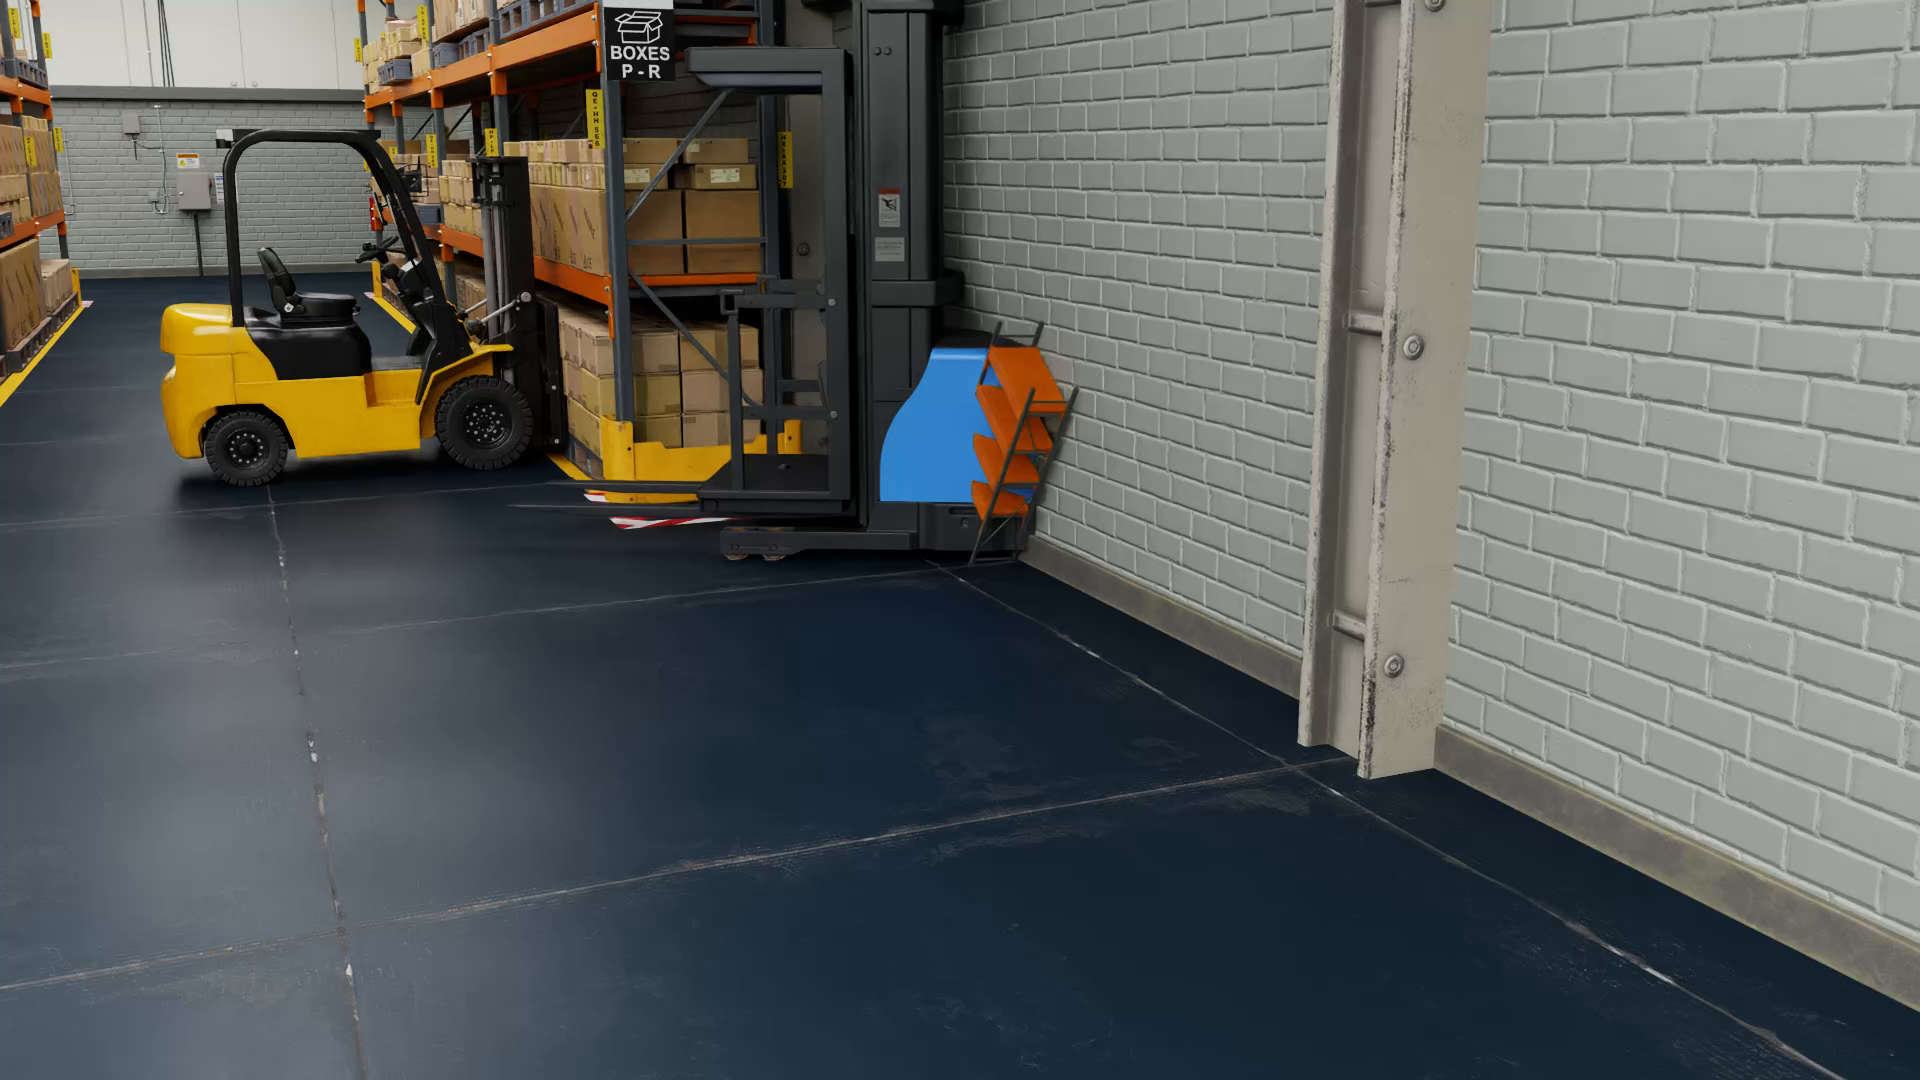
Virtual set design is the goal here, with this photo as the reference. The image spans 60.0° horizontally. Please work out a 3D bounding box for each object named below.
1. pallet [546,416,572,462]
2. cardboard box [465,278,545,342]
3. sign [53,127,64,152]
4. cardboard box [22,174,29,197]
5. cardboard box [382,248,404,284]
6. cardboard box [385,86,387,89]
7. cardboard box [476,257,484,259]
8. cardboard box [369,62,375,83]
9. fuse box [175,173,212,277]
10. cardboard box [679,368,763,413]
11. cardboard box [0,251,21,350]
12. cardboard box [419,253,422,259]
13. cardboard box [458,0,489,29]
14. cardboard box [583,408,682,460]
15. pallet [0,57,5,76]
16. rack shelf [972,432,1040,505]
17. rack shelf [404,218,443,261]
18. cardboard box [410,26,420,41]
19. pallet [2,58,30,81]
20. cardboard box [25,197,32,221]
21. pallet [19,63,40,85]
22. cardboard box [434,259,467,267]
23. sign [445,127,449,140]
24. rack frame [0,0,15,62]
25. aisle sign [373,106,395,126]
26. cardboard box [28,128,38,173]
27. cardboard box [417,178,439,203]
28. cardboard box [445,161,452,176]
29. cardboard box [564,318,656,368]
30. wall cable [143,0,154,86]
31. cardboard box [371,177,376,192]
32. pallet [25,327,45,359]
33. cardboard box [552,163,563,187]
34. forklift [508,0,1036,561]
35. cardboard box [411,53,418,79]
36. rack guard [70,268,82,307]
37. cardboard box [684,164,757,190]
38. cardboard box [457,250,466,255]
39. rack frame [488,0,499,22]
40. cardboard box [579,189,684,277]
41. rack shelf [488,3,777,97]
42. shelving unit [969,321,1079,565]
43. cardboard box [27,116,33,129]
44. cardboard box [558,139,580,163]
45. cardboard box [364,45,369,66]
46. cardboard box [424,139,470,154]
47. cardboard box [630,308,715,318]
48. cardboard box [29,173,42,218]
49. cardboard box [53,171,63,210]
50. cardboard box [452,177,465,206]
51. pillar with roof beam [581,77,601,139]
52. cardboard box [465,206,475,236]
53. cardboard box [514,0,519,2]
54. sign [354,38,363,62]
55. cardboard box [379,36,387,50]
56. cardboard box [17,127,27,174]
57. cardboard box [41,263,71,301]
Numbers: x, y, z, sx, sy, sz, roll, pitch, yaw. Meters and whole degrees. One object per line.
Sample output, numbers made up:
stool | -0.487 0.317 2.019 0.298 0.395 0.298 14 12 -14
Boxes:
pallet | -2.382 -0.790 11.816 1.003 0.211 1.213 -6 14 -23
cardboard box | -4.251 -2.179 15.967 0.875 0.625 0.625 -5 14 -21
sign | -12.005 -5.325 22.132 0.100 0.325 0.005 -6 14 -23
cardboard box | -10.506 -3.874 18.181 0.500 0.250 0.500 -6 14 -23
cardboard box | -7.803 -3.902 23.682 0.797 0.503 0.637 -6 14 -25
cardboard box | -7.063 -5.767 21.039 0.380 0.149 0.250 -6 14 -23
cardboard box | -5.317 -3.156 19.029 0.380 0.149 0.250 -6 14 -25
cardboard box | -7.618 -6.255 22.265 0.500 0.250 0.500 -6 14 -25
fuse box | -12.805 -5.294 27.949 0.539 1.711 0.414 -6 14 -23
cardboard box | -1.550 -0.967 10.455 0.500 0.250 0.500 -5 14 -22
cardboard box | -9.504 -2.266 15.790 0.875 0.875 0.875 -6 14 -23
cardboard box | -6.278 -3.376 19.980 0.380 0.149 0.250 -6 14 -25
cardboard box | -3.975 -4.527 14.168 0.500 0.311 0.500 -6 14 -25
cardboard box | -2.030 -0.676 10.307 0.500 0.250 0.500 -6 14 -23
pallet | -10.493 -4.956 17.404 0.805 0.209 1.217 -6 14 -25
rack shelf | 0.202 -0.394 8.213 0.258 0.148 0.480 -2 46 -22
rack shelf | -5.558 -3.458 18.756 1.077 0.370 4.000 -6 14 -23
cardboard box | -5.686 -5.435 17.839 0.380 0.149 0.250 -6 14 -23
pallet | -11.224 -5.361 18.926 1.003 0.211 1.213 -6 14 -23
cardboard box | -10.495 -3.630 18.234 0.500 0.250 0.500 -6 14 -24
pallet | -11.709 -5.613 20.013 1.003 0.211 1.213 -6 14 -23
cardboard box | -5.692 -3.054 18.587 0.380 0.149 0.250 -6 14 -26
sign | -7.445 -5.813 24.063 0.100 0.325 0.005 -6 14 -23
rack frame | -10.906 -6.696 17.843 1.000 3.000 0.127 -6 14 -23
aisle sign | -8.258 -6.303 23.684 0.394 0.787 0.004 -6 14 -23
cardboard box | -11.071 -4.534 19.368 0.500 0.500 0.500 -6 14 -24
cardboard box | -5.476 -3.716 17.674 0.500 0.250 0.500 -6 14 -26
cardboard box | -4.791 -3.613 16.167 0.380 0.149 0.250 -5 14 -22
cardboard box | -2.233 -1.267 10.641 0.500 0.250 0.500 -5 14 -22
wall cable | -14.355 -8.739 26.672 2.355 3.000 0.029 -6 14 -23
cardboard box | -8.027 -5.002 23.504 0.500 0.250 0.500 -6 14 -23
pallet | -10.035 -2.009 17.084 1.003 0.211 1.213 -6 14 -23
cardboard box | -2.484 -2.417 10.999 0.380 0.149 0.250 -6 14 -23
forklift | -0.820 -1.440 8.590 3.031 2.935 1.130 1 13 4
cardboard box | -5.588 -5.075 17.826 0.500 0.250 0.500 -6 14 -23
rack guard | -12.518 -3.387 22.393 1.175 0.500 0.348 -6 14 -23
cardboard box | -1.451 -2.201 10.067 0.380 0.149 0.250 -6 14 -24
cardboard box | -5.948 -3.475 20.405 0.380 0.149 0.250 -6 14 -25
rack frame | -3.155 -5.492 12.642 1.000 3.000 0.127 -6 14 -23
cardboard box | -1.990 -1.870 10.073 0.500 0.500 0.500 -6 14 -24
rack shelf | -2.353 -3.267 11.276 1.077 0.370 4.000 -6 14 -23
shelving unit | 0.219 -0.442 8.168 0.258 1.200 0.503 -2 46 -22
cardboard box | -11.176 -4.928 19.634 0.380 0.149 0.250 -6 14 -25
cardboard box | -2.383 -2.509 10.739 0.380 0.149 0.250 -5 14 -22
cardboard box | -7.827 -6.604 22.664 0.500 0.250 0.500 -6 14 -23
cardboard box | -6.712 -4.991 21.792 0.500 0.500 0.500 -6 14 -25
cardboard box | -1.965 -1.419 11.296 0.500 0.250 0.500 -6 14 -23
cardboard box | -10.854 -3.942 19.029 0.500 0.500 0.500 -5 14 -21
cardboard box | -12.072 -4.572 21.751 0.500 0.500 0.500 -6 14 -23
cardboard box | -4.410 -3.239 15.437 0.500 0.250 0.500 -6 14 -24
pillar with roof beam | -7.353 -5.742 13.721 9.100 9.000 0.400 -6 14 -23
cardboard box | -4.187 -2.891 15.043 0.500 0.250 0.500 -5 14 -21
cardboard box | -2.945 -3.883 11.745 0.380 0.149 0.250 -5 14 -21
sign | -8.459 -6.887 23.382 0.100 0.325 0.005 -6 14 -23
cardboard box | -6.641 -5.858 19.620 0.380 0.149 0.250 -5 14 -21
cardboard box | -10.497 -4.239 18.094 0.500 0.500 0.500 -5 14 -21
cardboard box | -11.778 -3.240 20.968 0.875 0.438 0.875 -5 14 -21
